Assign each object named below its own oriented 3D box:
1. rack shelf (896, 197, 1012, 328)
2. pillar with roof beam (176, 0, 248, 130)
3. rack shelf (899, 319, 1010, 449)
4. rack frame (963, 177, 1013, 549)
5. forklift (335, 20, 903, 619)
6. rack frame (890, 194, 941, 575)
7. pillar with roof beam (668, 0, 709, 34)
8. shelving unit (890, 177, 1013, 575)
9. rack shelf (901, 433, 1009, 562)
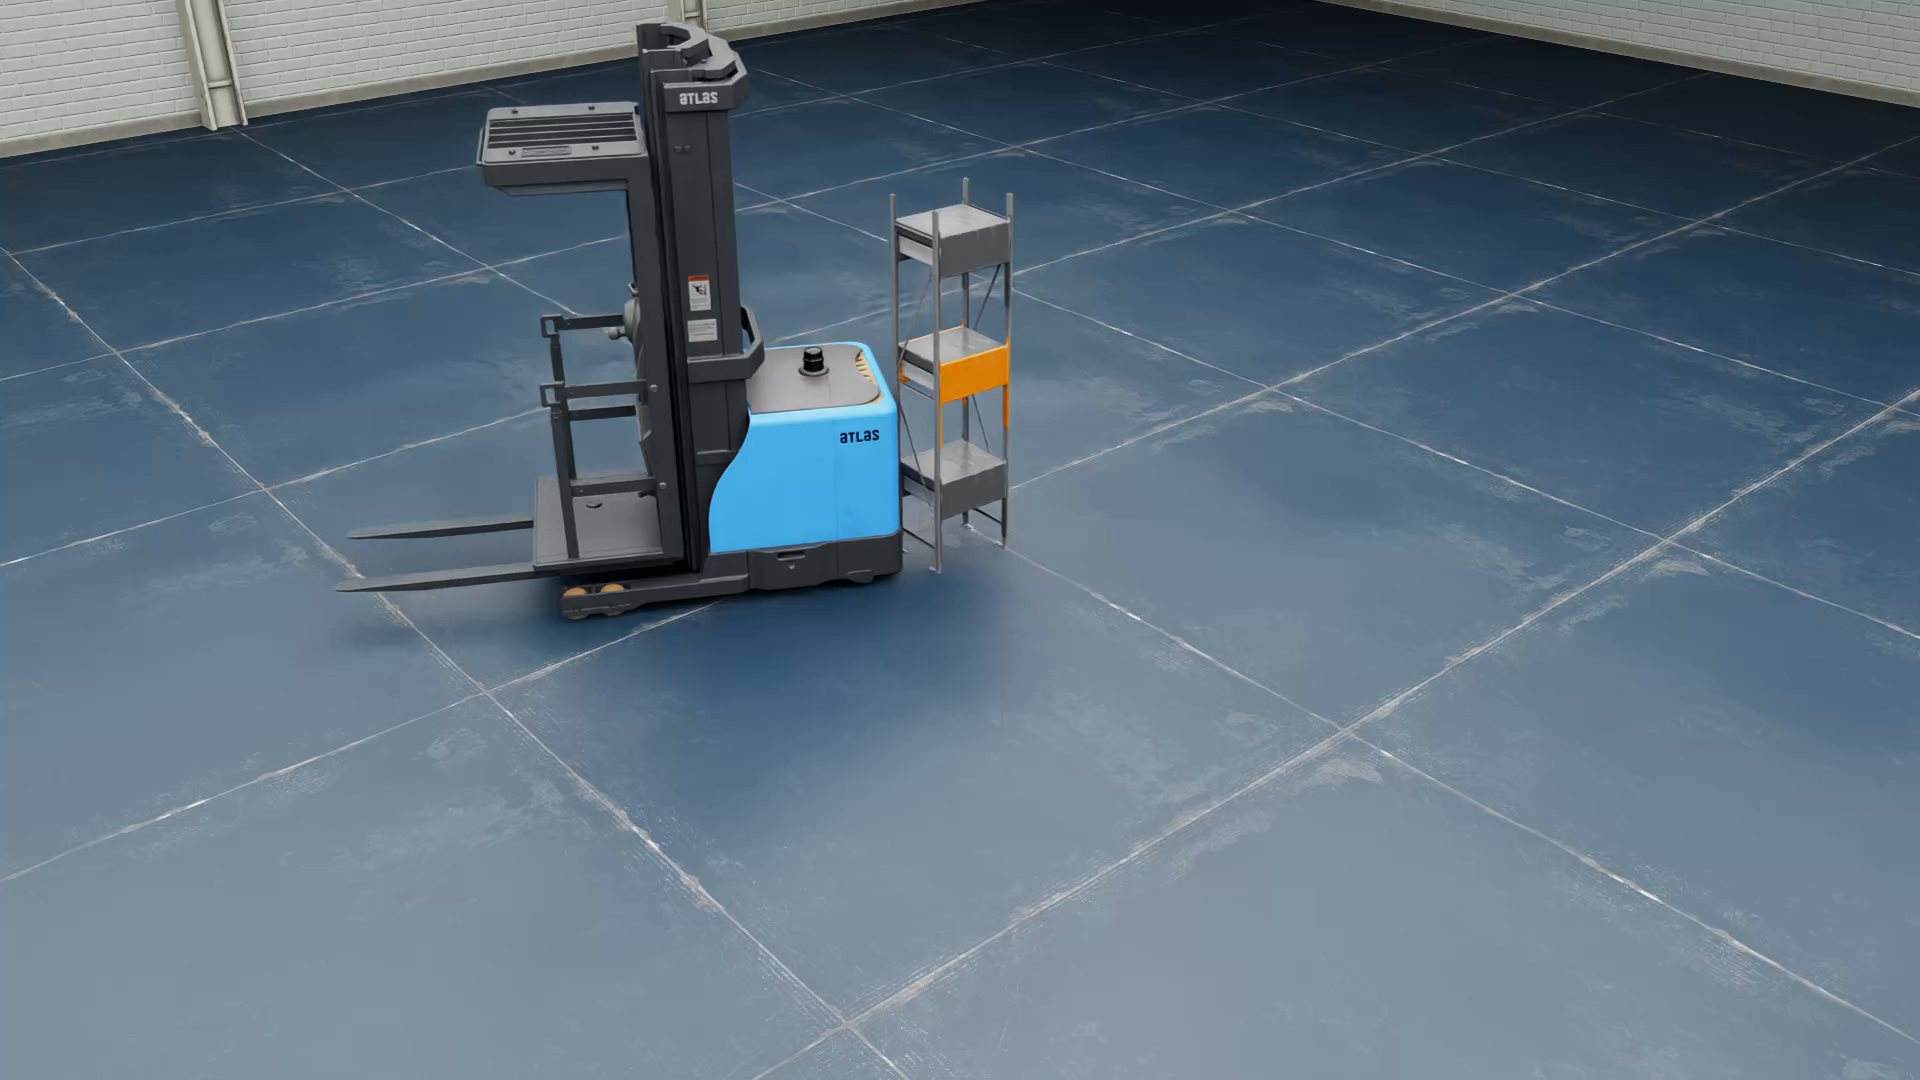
[{"bbox_3d":[-0.045,-1.483,8.841,0.480,0.518,0.431,-20,34,-33],"label":"rack shelf"},{"bbox_3d":[-5.293,-6.997,13.295,0.400,9.000,9.100,-22,35,-35],"label":"pillar with roof beam"},{"bbox_3d":[-0.045,-0.866,9.171,0.480,0.518,0.431,-20,34,-33],"label":"rack shelf"},{"bbox_3d":[0.147,-0.949,9.297,0.015,2.100,0.400,-20,34,-33],"label":"rack frame"},{"bbox_3d":[-1.895,-1.138,8.770,3.031,2.935,1.130,-6,29,-11],"label":"forklift"},{"bbox_3d":[-0.236,-0.806,9.031,0.015,2.100,0.400,-20,34,-33],"label":"rack frame"},{"bbox_3d":[-0.728,-8.832,16.729,0.400,9.000,9.100,-22,35,-35],"label":"pillar with roof beam"},{"bbox_3d":[-0.045,-0.878,9.164,0.503,2.100,0.431,-20,34,-33],"label":"shelving unit"},{"bbox_3d":[-0.045,-0.248,9.501,0.480,0.518,0.431,-20,34,-33],"label":"rack shelf"}]
